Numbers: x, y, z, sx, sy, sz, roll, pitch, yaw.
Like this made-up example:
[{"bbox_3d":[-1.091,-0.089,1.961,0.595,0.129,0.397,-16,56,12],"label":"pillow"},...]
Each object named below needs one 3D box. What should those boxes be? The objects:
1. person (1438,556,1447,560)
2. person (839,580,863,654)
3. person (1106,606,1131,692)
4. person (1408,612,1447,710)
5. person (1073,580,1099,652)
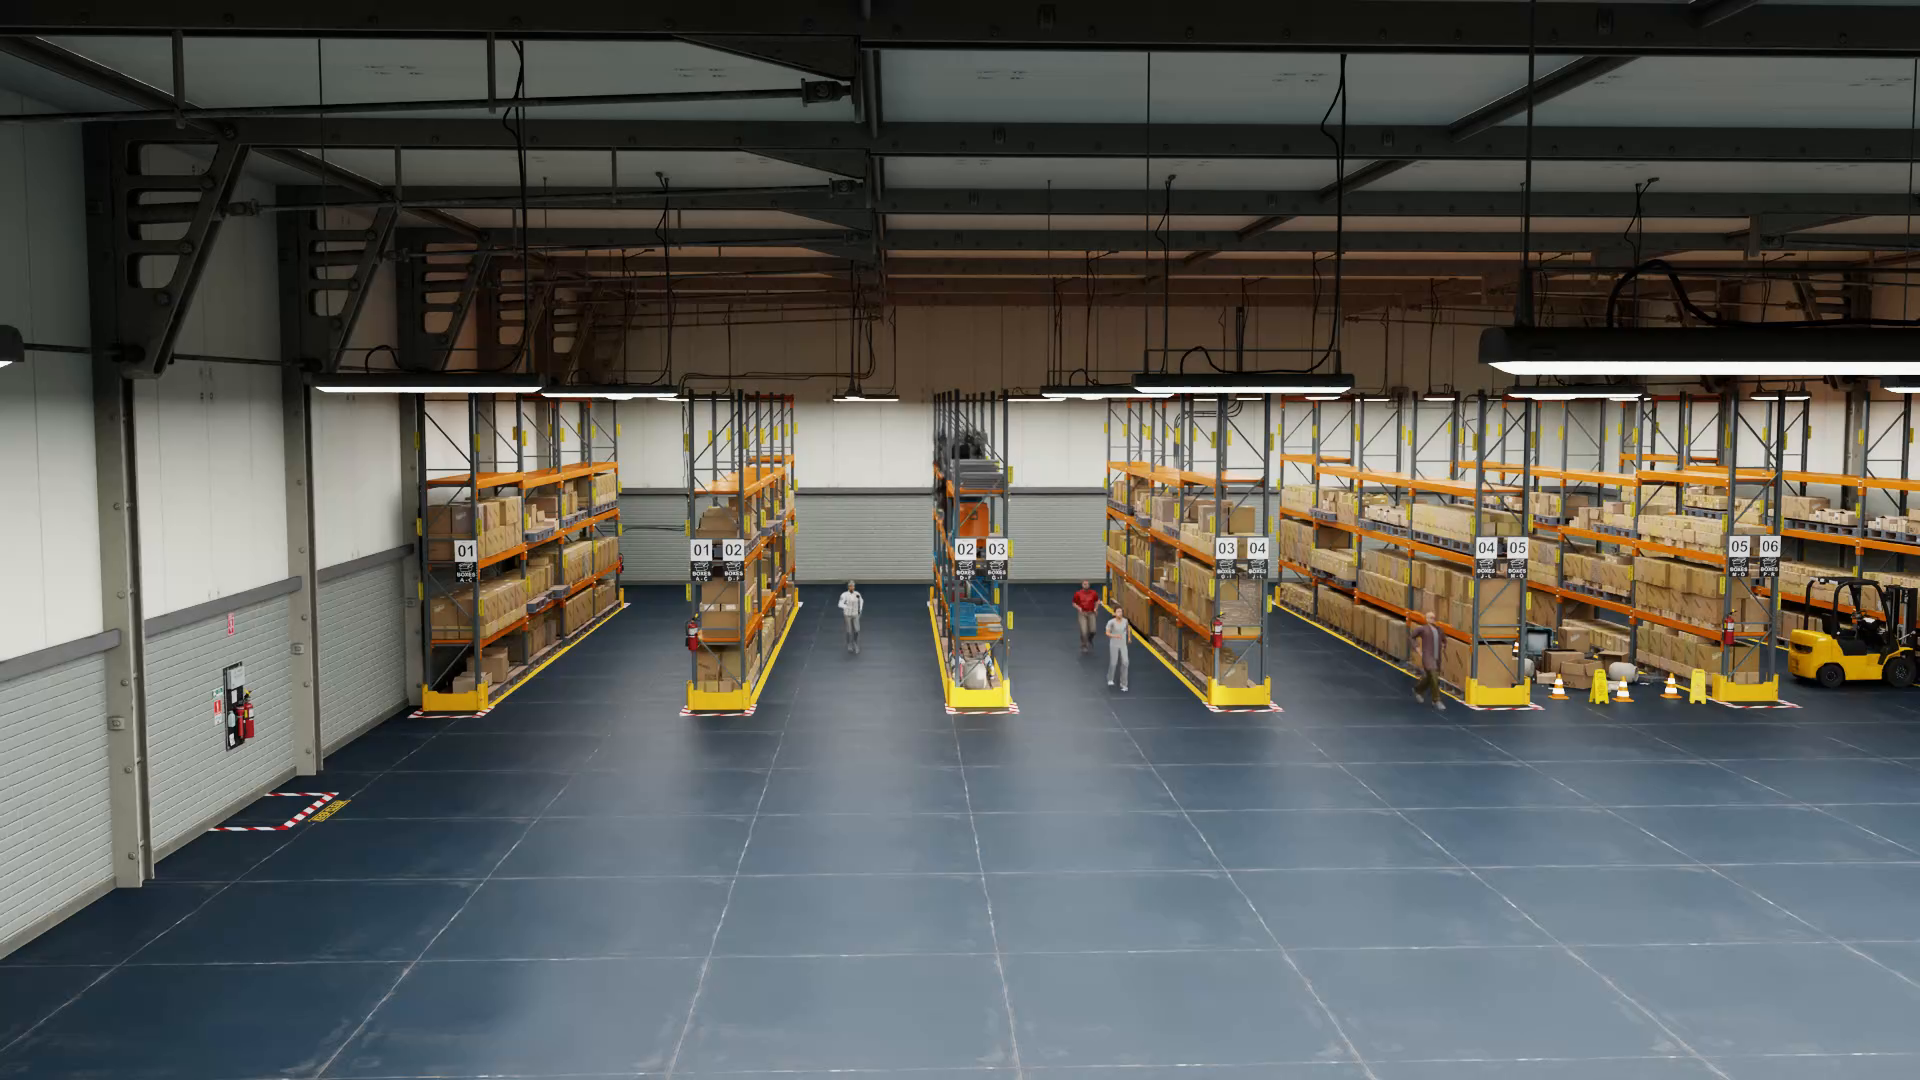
[{"bbox_3d":[14.424,0.929,49.358,0.666,1.587,0.554,1,5,9],"label":"person"},{"bbox_3d":[-2.503,1.770,38.317,0.599,1.729,0.703,-1,5,-12],"label":"person"},{"bbox_3d":[3.174,2.181,33.372,0.584,1.743,0.747,-1,5,-15],"label":"person"},{"bbox_3d":[8.946,2.270,31.565,0.740,1.803,0.969,-3,5,-30],"label":"person"},{"bbox_3d":[2.923,1.754,38.287,0.638,1.681,0.564,0,5,-4],"label":"person"}]
